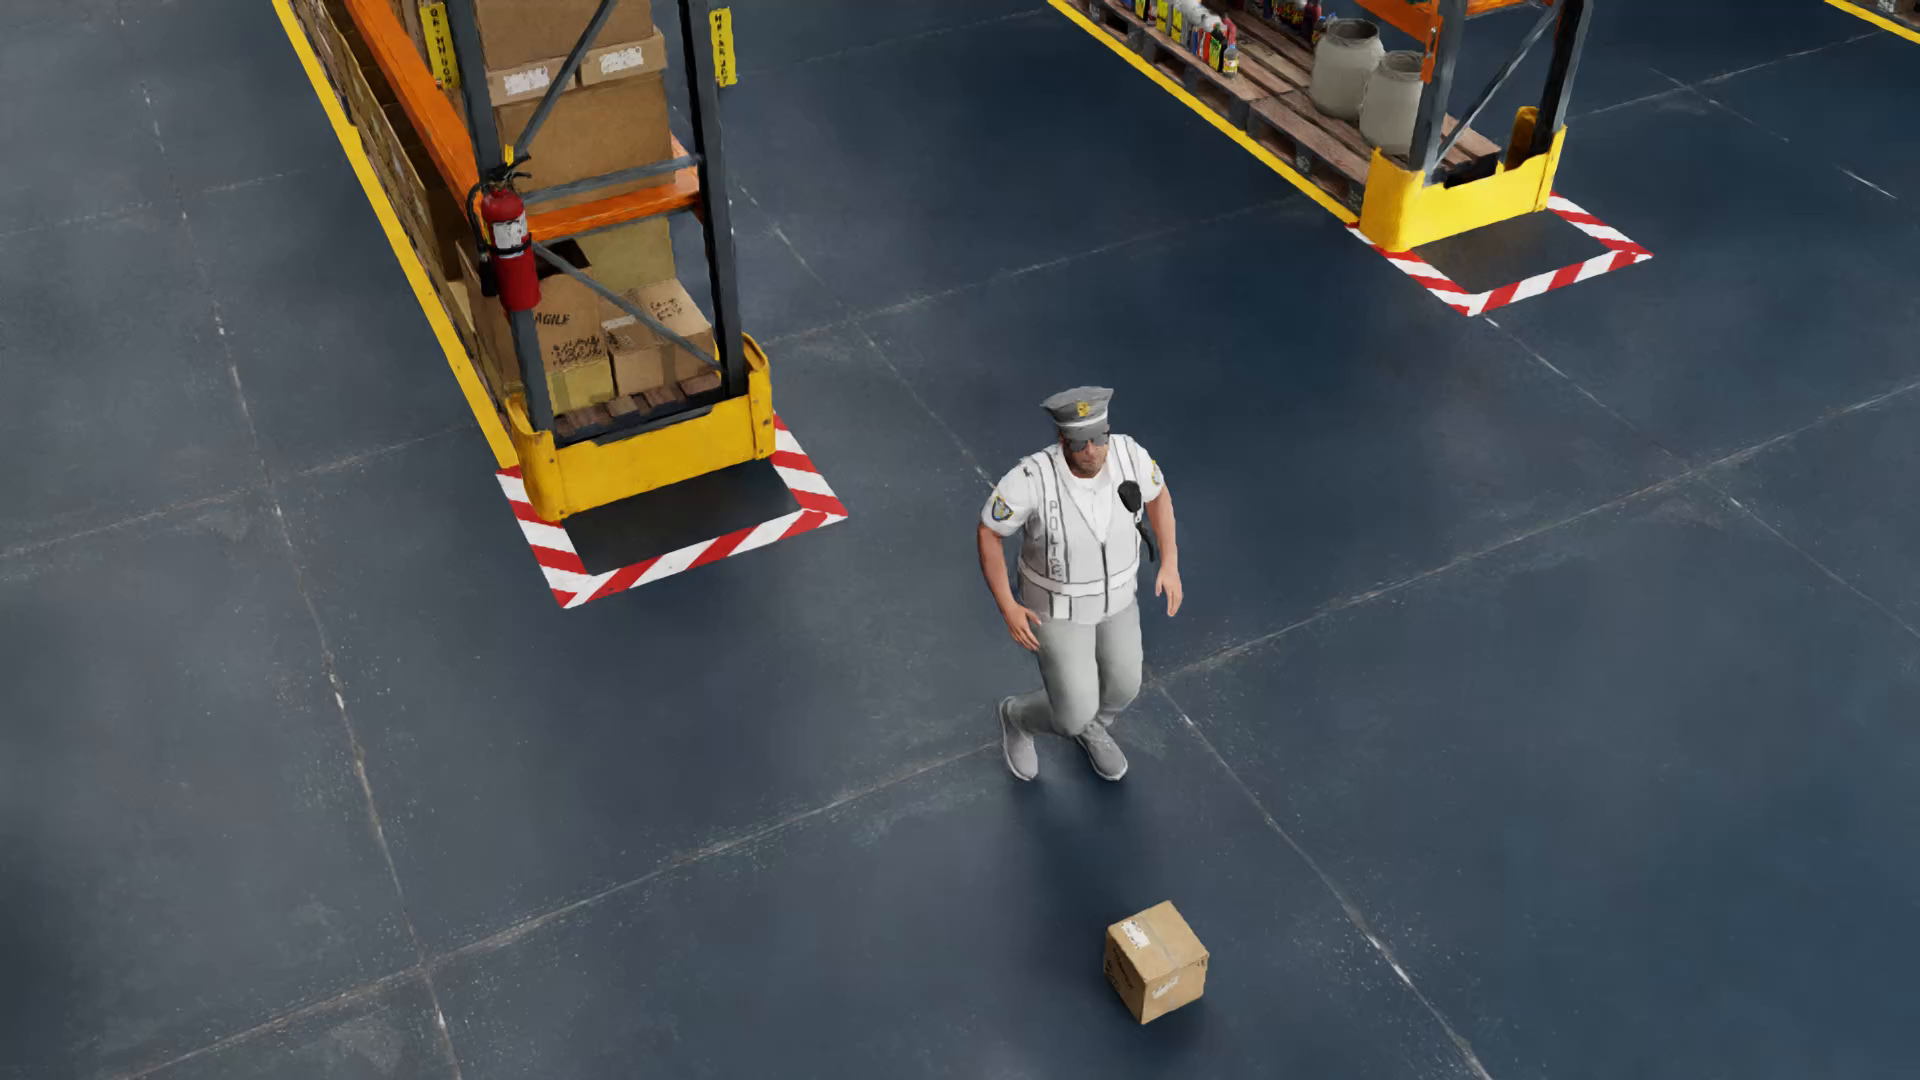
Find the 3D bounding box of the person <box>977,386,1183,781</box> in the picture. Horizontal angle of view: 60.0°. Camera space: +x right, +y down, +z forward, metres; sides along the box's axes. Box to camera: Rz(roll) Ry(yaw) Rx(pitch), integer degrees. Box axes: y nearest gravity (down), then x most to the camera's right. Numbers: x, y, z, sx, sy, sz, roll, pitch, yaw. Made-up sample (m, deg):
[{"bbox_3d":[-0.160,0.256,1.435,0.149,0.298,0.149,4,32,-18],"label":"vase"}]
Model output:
[{"bbox_3d":[0.462,0.200,5.928,0.721,1.755,0.515,-21,45,-22],"label":"person"}]
